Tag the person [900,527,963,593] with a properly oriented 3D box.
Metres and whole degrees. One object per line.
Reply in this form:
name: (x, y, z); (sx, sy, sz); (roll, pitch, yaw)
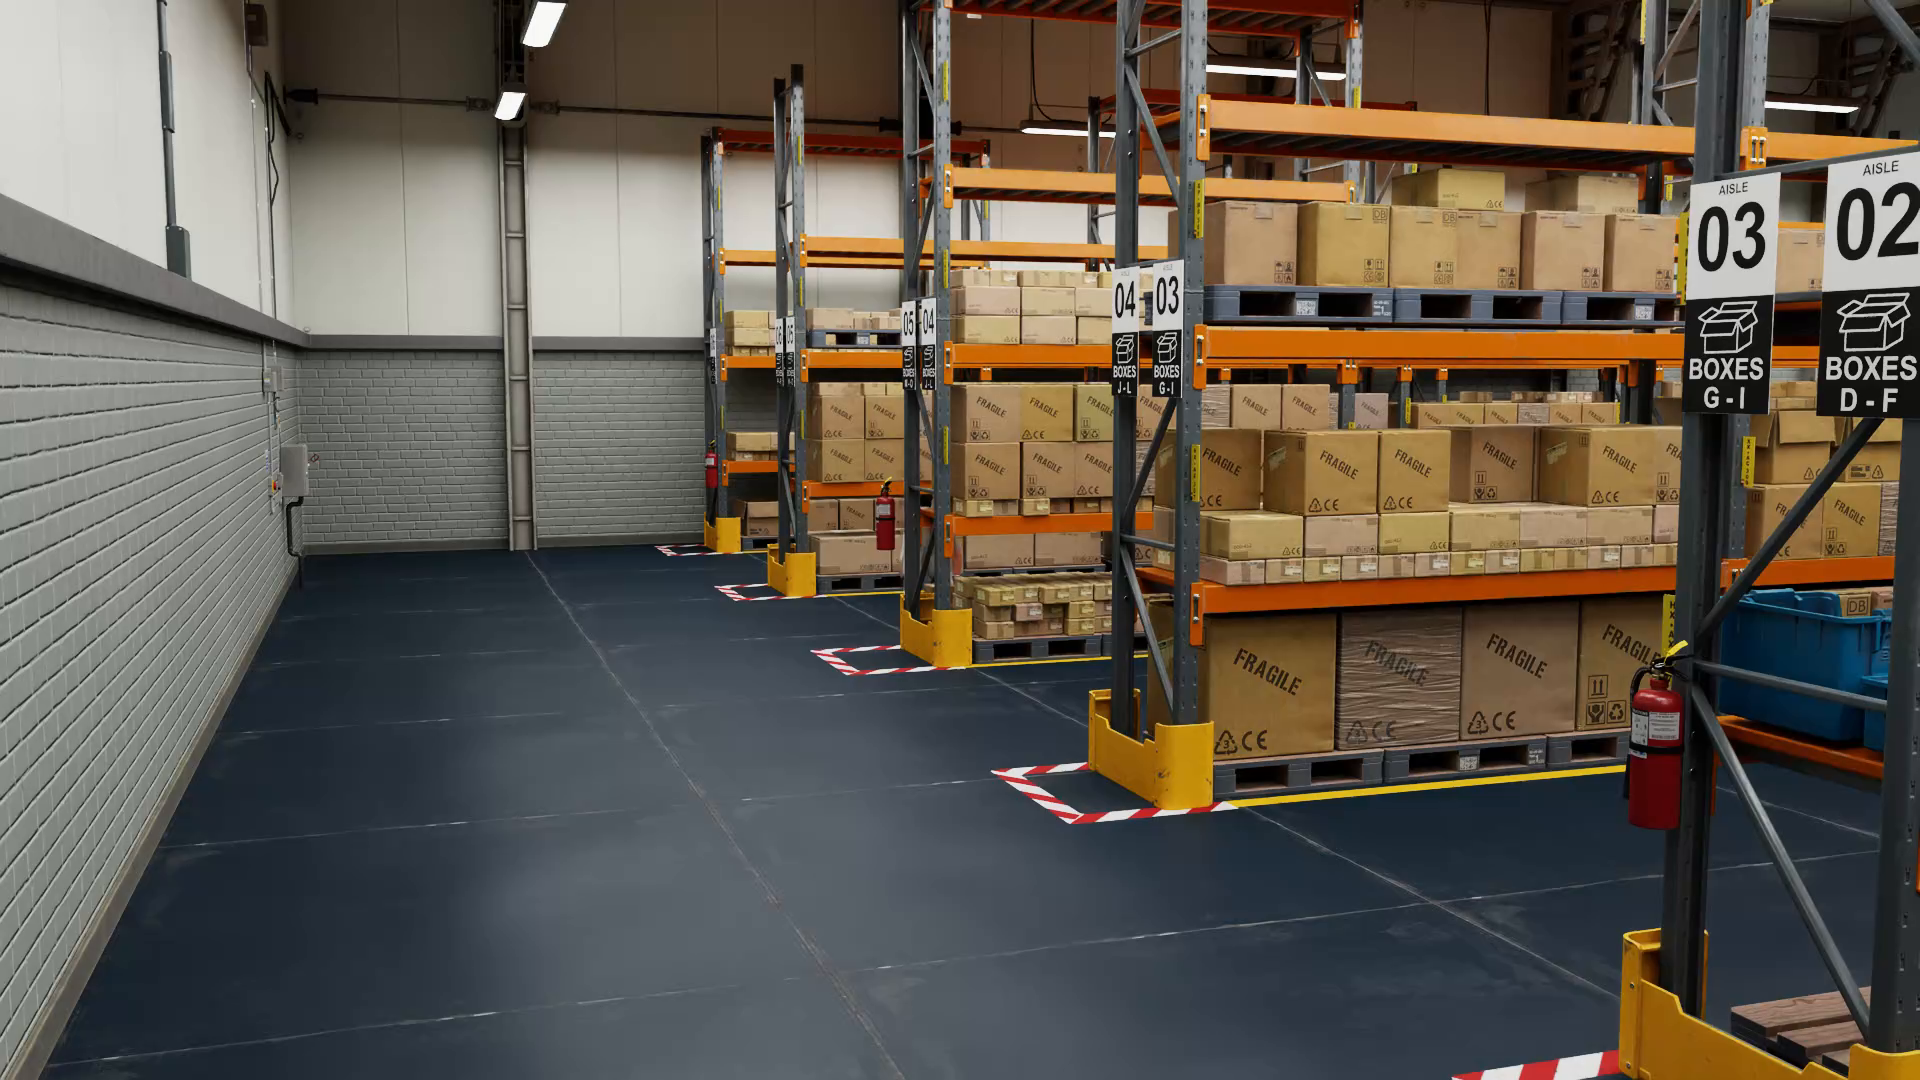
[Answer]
person: (-0.294, 0.259, 16.974); (0.586, 1.212, 0.839); (-2, 6, -19)
